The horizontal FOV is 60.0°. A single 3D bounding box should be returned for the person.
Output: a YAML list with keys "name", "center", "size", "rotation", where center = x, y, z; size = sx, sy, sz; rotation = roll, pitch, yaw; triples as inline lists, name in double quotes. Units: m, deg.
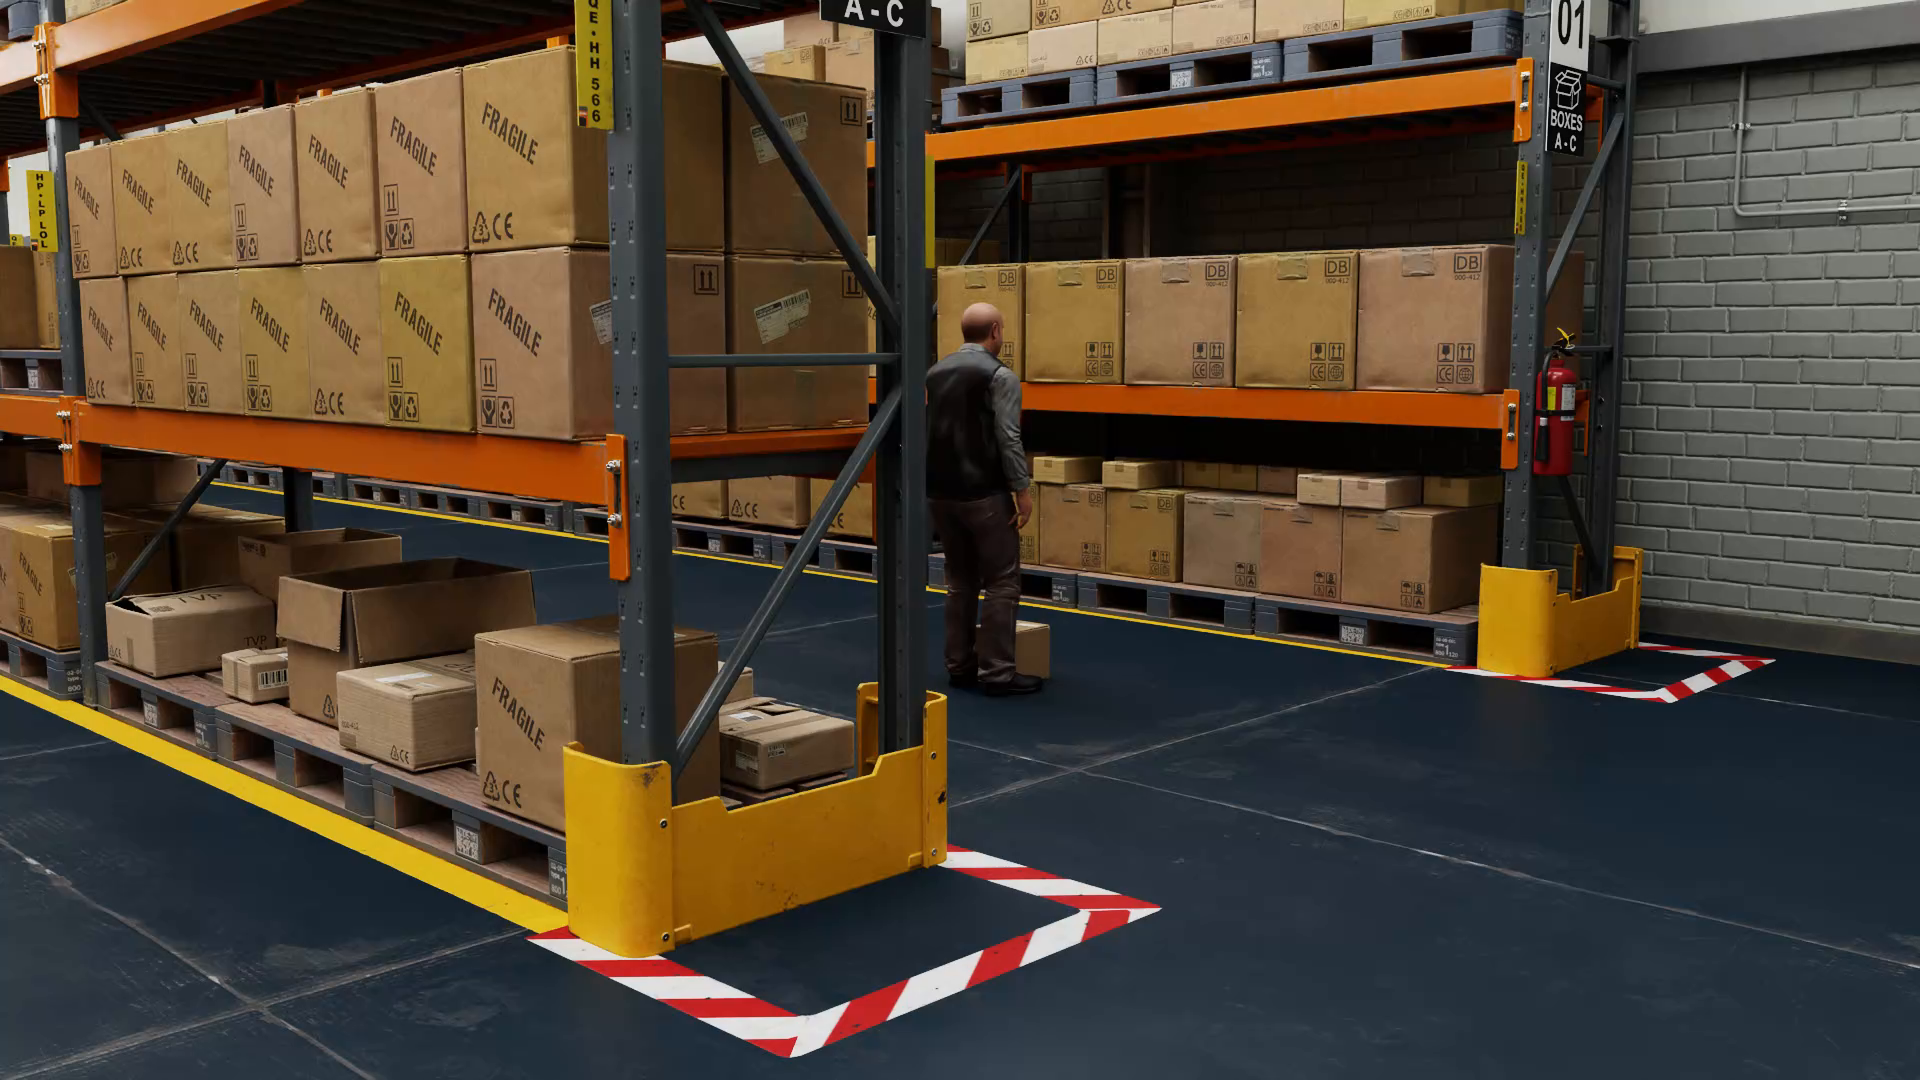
- name: "person"
  center: [0.073, -0.189, 7.396]
  size: [0.581, 1.721, 0.463]
  rotation: [7, 10, 44]
